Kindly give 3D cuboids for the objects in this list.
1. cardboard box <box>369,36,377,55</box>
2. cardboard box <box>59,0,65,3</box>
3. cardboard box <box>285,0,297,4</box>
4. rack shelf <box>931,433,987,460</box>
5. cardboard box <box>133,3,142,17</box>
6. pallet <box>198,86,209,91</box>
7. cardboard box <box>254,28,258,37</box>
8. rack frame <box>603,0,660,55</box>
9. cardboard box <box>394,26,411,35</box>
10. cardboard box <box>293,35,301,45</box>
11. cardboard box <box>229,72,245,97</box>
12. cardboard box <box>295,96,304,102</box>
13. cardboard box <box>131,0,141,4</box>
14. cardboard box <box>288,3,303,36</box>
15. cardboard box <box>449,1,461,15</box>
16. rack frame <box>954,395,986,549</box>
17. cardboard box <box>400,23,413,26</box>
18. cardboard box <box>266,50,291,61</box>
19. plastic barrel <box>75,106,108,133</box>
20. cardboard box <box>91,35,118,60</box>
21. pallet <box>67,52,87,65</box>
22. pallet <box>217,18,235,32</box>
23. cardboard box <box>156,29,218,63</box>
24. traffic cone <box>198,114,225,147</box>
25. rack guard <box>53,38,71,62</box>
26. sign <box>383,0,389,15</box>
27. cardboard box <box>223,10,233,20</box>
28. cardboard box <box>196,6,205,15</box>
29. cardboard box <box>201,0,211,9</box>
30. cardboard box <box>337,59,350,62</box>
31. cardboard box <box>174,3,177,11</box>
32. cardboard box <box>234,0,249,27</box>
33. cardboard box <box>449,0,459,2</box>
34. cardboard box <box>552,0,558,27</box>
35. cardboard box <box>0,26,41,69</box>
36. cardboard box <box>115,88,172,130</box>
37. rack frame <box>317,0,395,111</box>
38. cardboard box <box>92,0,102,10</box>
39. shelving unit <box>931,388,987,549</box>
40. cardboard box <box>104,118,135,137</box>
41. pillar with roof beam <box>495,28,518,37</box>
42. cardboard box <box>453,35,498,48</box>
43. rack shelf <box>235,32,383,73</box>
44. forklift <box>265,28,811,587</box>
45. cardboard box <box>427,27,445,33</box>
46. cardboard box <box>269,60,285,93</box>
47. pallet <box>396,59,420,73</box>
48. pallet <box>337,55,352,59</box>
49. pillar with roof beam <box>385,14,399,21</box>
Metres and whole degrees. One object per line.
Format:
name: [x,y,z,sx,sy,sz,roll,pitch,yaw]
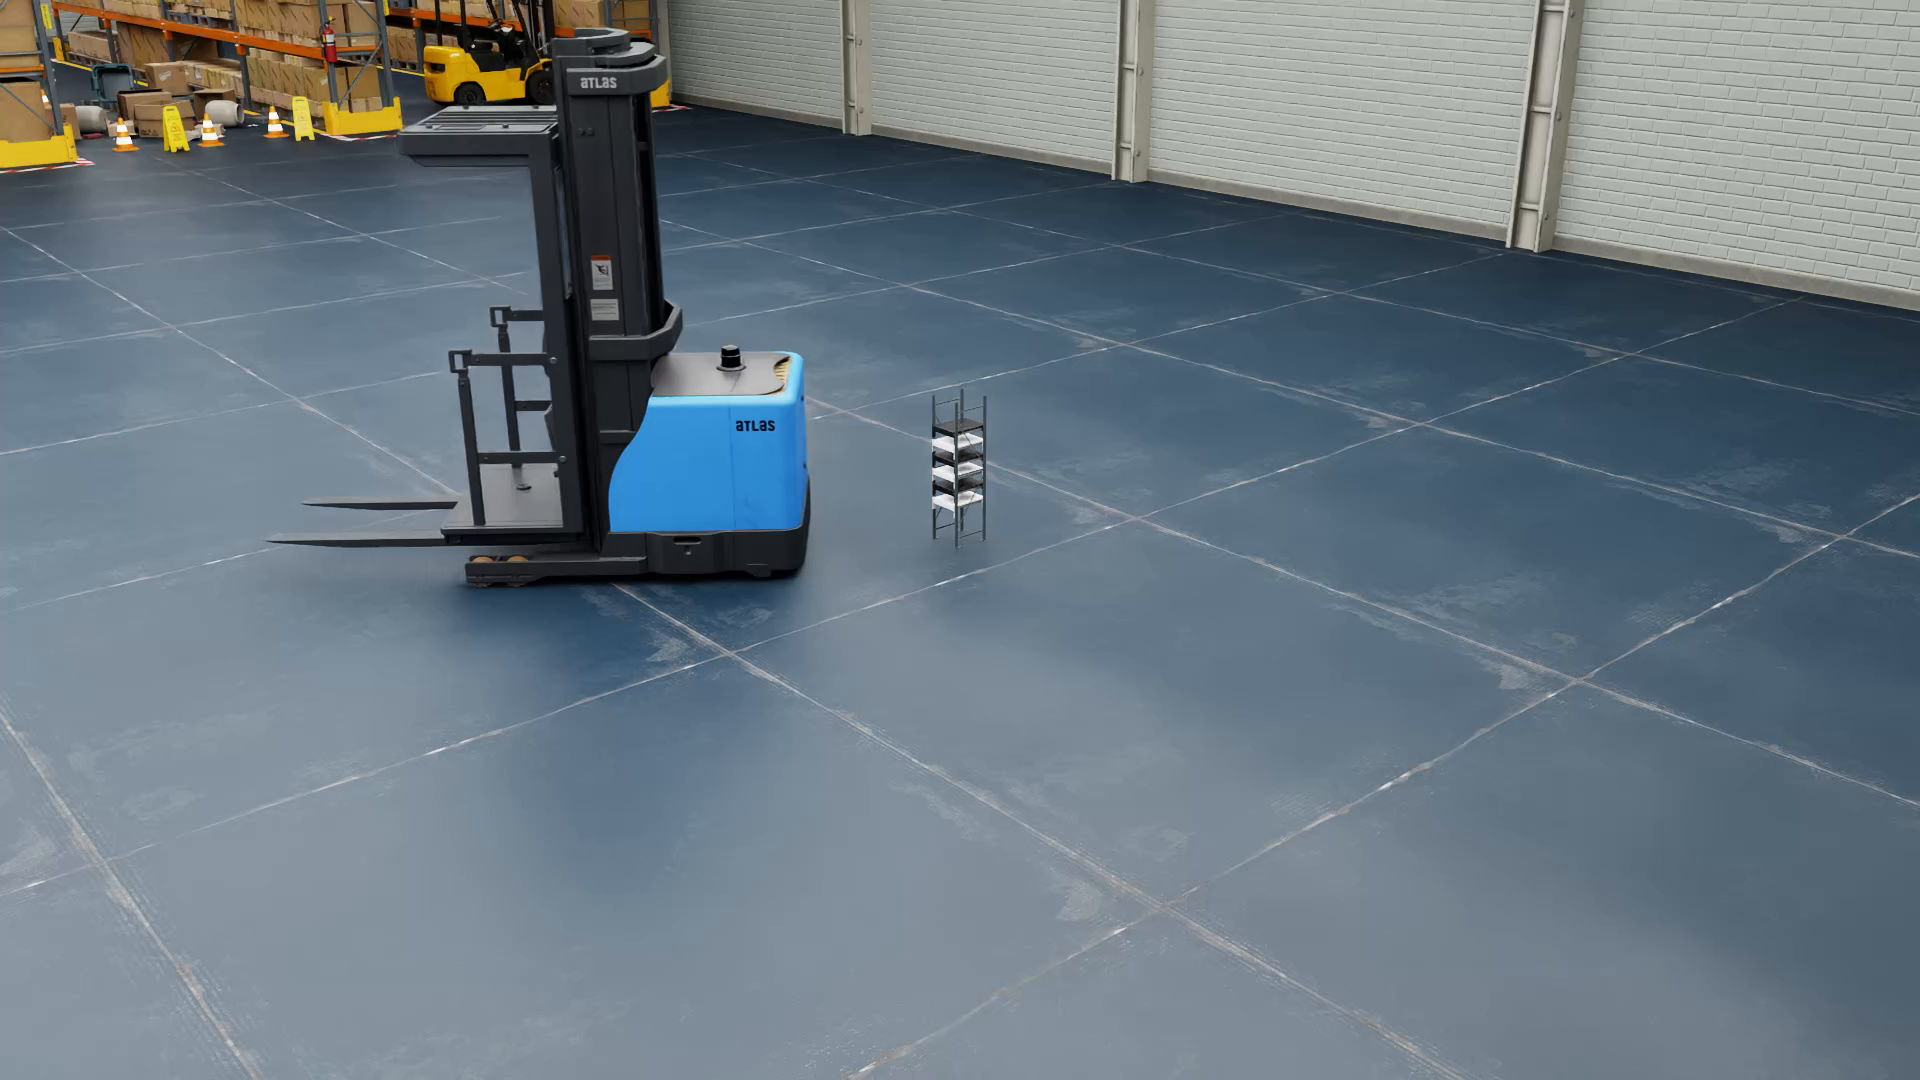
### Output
cardboard box: [-12.789,-11.021,36.862,0.500,0.500,0.500,-18,28,-39]
cardboard box: [-19.534,-12.096,36.616,0.500,0.500,0.500,-18,28,-38]
cardboard box: [-10.361,-8.844,26.535,0.700,0.500,0.500,-17,27,-37]
rack shelf: [-0.005,-0.558,9.772,0.258,0.077,0.200,-17,27,-37]
cardboard box: [-15.948,-10.461,32.786,0.500,0.250,0.500,-18,28,-38]
pallet: [-13.458,-8.321,30.940,1.003,0.211,1.213,-17,27,-37]
cardboard box: [-11.785,-8.664,28.335,0.380,0.149,0.250,-18,27,-38]
rack frame: [-5.779,-9.145,29.220,1.000,3.000,0.127,-17,27,-37]
cardboard box: [-11.994,-11.000,35.919,0.380,0.149,0.250,-16,27,-36]
cardboard box: [-10.535,-8.081,26.849,0.380,0.149,0.250,-17,27,-37]
cardboard box: [-12.492,-8.184,29.793,0.950,0.372,0.625,-17,27,-37]
cardboard box: [-10.601,-7.182,27.402,0.500,0.250,0.500,-17,27,-37]
cardboard box: [-15.955,-10.686,32.675,0.500,0.250,0.500,-18,28,-39]
cardboard box: [-10.423,-8.371,26.700,0.500,0.500,0.500,-17,27,-37]
cardboard box: [-9.893,-10.680,33.345,0.500,0.250,0.500,-16,27,-36]
rack frame: [0.061,-0.393,9.754,0.240,0.900,0.006,-17,27,-37]
cardboard box: [-12.134,-11.337,36.778,0.380,0.149,0.250,-19,28,-39]
cardboard box: [-11.417,-8.143,27.938,0.380,0.149,0.250,-16,26,-34]
plastic barrel: [-13.930,-6.714,26.544,0.512,0.421,0.421,0,21,-1]
cardboard box: [-18.284,-10.727,36.195,0.875,0.438,0.875,-18,28,-39]
pallet: [-19.400,-10.882,37.479,1.003,0.211,1.213,-17,27,-37]
pallet: [-12.537,-9.224,29.685,1.003,0.211,1.213,-17,27,-37]
cardboard box: [-15.147,-9.590,32.692,0.875,0.875,0.875,-18,28,-38]
traffic cone: [-11.414,-6.235,25.268,0.336,0.463,0.334,-17,27,-37]
rack guard: [-19.997,-11.226,37.960,1.175,0.500,0.348,-17,27,-37]
sign: [-9.126,-8.495,26.373,0.100,0.325,0.005,-17,27,-37]
cardboard box: [-12.693,-9.223,29.187,0.380,0.149,0.250,-17,27,-37]
cardboard box: [-13.670,-9.659,30.301,0.380,0.149,0.250,-16,27,-36]
cardboard box: [-13.280,-9.802,29.776,0.500,0.500,0.500,-16,27,-36]
cardboard box: [-10.536,-7.806,27.967,0.500,0.500,0.500,-17,27,-36]
cardboard box: [-14.529,-10.031,31.251,0.380,0.149,0.250,-20,29,-41]
cardboard box: [-12.072,-9.065,28.470,0.500,0.500,0.500,-18,27,-38]
cardboard box: [-9.890,-10.915,33.259,0.500,0.250,0.500,-17,27,-37]
cardboard box: [-7.302,-9.689,30.470,0.500,0.500,0.500,-17,27,-37]
cardboard box: [-13.498,-6.918,23.328,0.875,0.550,0.550,-17,27,-37]
cardboard box: [-13.218,-7.002,26.986,0.797,0.637,0.503,-17,27,-37]
rack frame: [-9.537,-7.963,26.201,1.000,3.000,0.127,-17,27,-37]
cardboard box: [-17.866,-11.392,34.819,0.500,0.500,0.500,-17,27,-37]
shelving unit: [-0.005,-0.421,9.826,0.258,0.900,0.210,-17,27,-37]
cardboard box: [-13.315,-6.552,26.348,0.396,0.266,0.258,-12,25,-28]
pillar with roof beam: [-12.729,-12.978,30.781,9.100,9.000,0.400,-17,27,-37]
cardboard box: [-9.732,-9.905,33.841,0.875,0.625,0.625,-19,28,-40]
rack shelf: [-10.843,-8.180,27.743,1.077,0.370,4.000,-17,27,-37]
forklift: [-2.416,-1.298,9.280,3.031,2.935,1.130,-1,21,-2]
cardboard box: [-11.259,-10.987,35.885,0.380,0.149,0.250,-16,27,-36]
cardboard box: [-11.272,-7.816,27.993,0.500,0.500,0.500,-16,26,-35]
pallet: [-11.460,-10.272,35.922,1.003,0.211,1.213,-17,27,-37]
pallet: [-14.060,-11.352,38.679,1.003,0.211,1.213,-17,27,-37]
pillar with roof beam: [-16.645,-14.636,35.013,9.100,9.000,0.400,-17,27,-37]
